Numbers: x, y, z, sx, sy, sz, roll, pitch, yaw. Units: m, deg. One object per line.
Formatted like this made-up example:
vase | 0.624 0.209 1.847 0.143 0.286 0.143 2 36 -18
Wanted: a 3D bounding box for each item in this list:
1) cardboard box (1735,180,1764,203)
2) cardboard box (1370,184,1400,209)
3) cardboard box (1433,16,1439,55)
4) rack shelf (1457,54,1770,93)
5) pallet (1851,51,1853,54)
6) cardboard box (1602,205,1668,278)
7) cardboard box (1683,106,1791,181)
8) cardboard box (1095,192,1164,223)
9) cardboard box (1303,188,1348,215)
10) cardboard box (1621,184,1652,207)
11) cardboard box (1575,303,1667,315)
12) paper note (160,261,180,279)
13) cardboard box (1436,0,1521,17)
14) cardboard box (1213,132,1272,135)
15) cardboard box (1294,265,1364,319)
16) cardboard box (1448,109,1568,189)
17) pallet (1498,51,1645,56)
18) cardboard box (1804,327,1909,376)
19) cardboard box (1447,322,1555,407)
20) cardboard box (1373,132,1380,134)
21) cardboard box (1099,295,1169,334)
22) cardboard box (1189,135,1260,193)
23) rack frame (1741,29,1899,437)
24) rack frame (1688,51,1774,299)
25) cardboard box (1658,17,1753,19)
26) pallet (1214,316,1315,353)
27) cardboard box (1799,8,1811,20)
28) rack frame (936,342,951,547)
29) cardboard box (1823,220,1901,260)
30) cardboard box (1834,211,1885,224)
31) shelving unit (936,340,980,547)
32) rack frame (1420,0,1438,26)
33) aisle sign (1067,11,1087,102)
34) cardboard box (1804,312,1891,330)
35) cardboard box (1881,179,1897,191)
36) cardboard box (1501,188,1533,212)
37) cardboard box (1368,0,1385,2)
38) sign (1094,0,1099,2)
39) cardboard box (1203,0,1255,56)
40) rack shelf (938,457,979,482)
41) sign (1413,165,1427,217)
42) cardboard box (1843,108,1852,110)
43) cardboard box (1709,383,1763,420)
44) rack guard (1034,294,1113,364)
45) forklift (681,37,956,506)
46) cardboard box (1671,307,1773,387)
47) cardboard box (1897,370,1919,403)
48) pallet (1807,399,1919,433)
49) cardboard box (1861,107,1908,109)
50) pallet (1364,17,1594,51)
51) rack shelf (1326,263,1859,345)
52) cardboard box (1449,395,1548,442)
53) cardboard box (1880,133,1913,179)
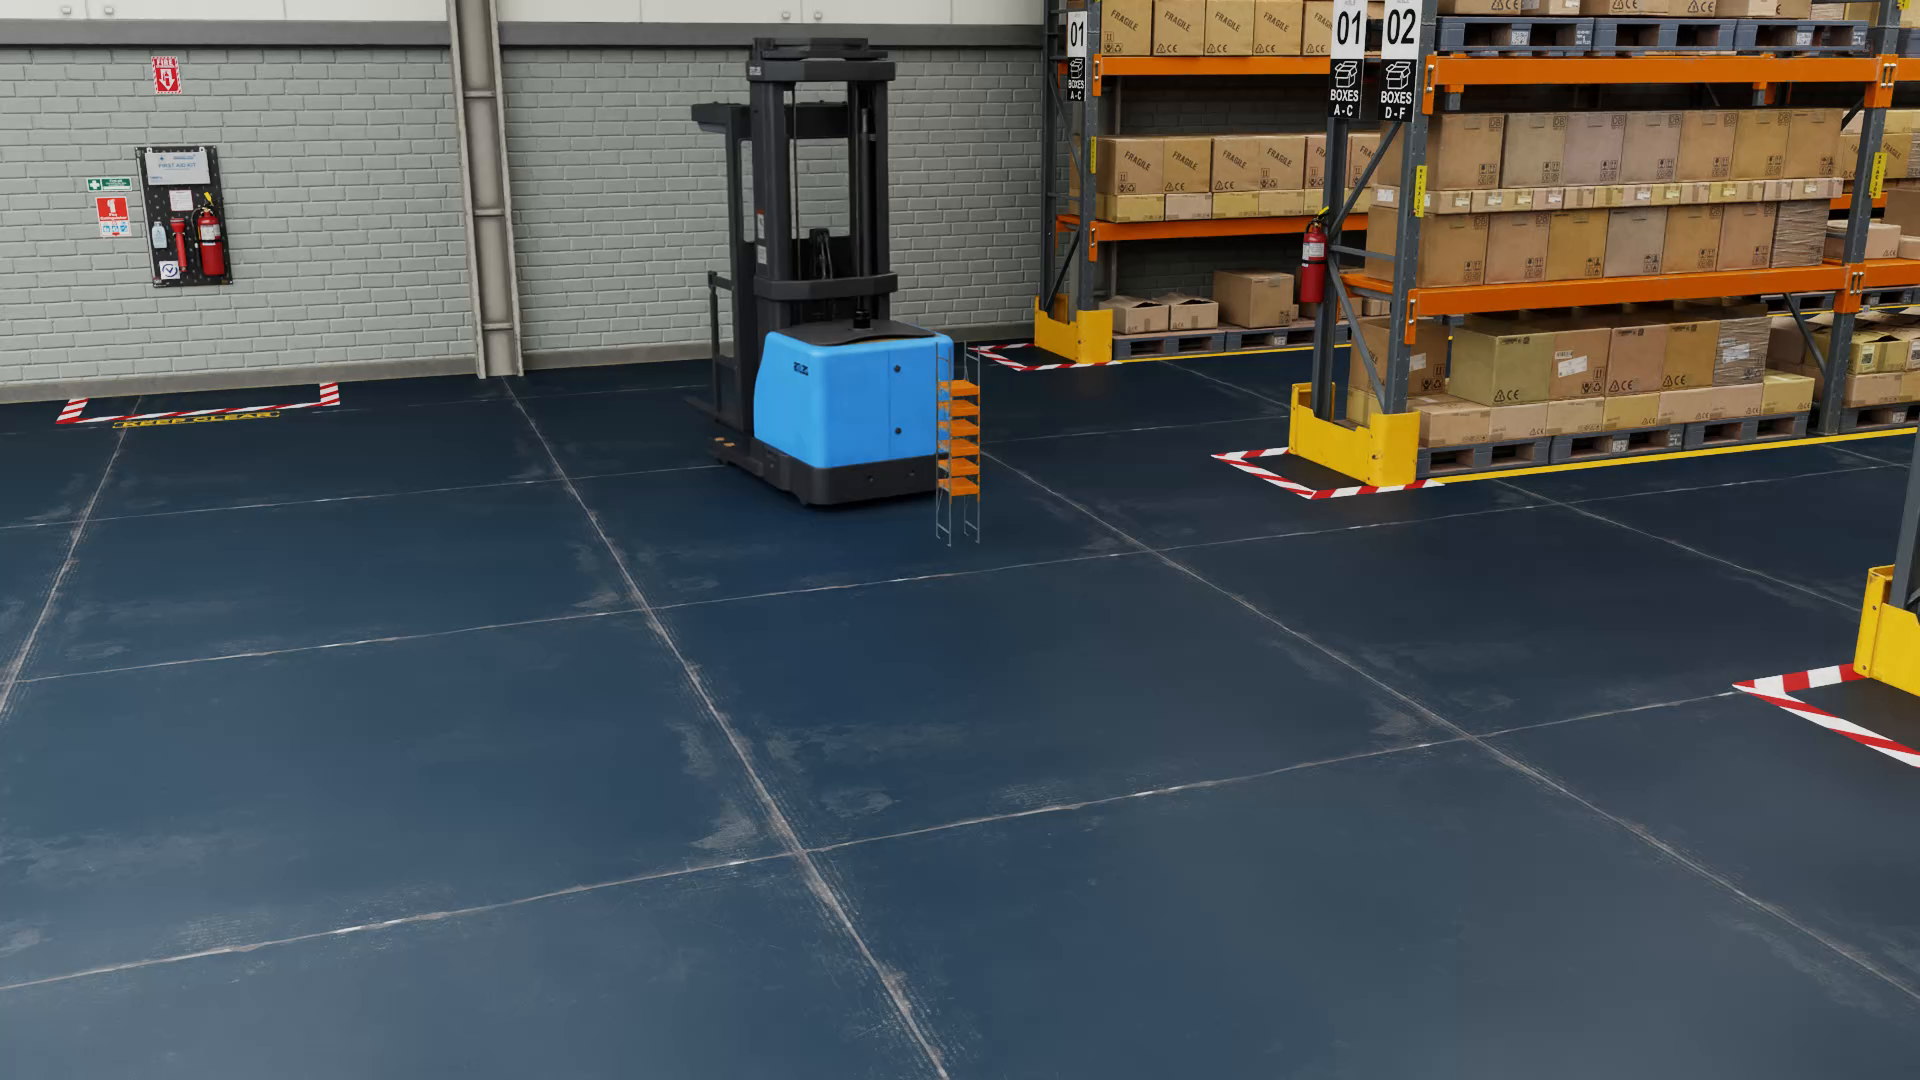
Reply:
cardboard box | 5.645 -2.568 12.191 0.250 0.149 0.380 -6 17 -20
cardboard box | 3.096 -2.415 11.671 0.250 0.149 0.380 -6 18 -21
cardboard box | 4.381 -5.054 16.449 0.500 0.500 0.500 -6 17 -19
rack shelf | 6.634 -4.969 17.650 4.000 0.370 1.077 -6 17 -20
pallet | 10.127 -5.618 18.917 1.213 0.211 1.003 -5 17 -18
cardboard box | 4.692 -2.216 12.143 0.500 0.500 0.700 -6 17 -18
cardboard box | 5.659 -2.944 12.318 0.500 0.500 0.700 -6 17 -20
cardboard box | 1.600 -3.174 15.813 0.500 0.250 0.500 -7 18 -22
cardboard box | 3.500 -3.381 16.519 0.500 0.250 0.500 -6 17 -20
cardboard box | 4.686 -2.464 11.838 0.250 0.149 0.380 -6 17 -20
cardboard box | 5.063 -1.548 12.848 0.500 0.500 0.500 -6 17 -20
paper note | -6.739 -2.302 14.178 0.142 0.148 0.016 -6 17 -20
cardboard box | 3.345 -3.782 11.152 0.637 0.503 0.797 -5 17 -16
cardboard box | 2.820 -3.824 16.695 0.500 0.500 0.500 -6 17 -19
cardboard box | 3.811 -2.570 17.183 0.500 0.500 0.500 -8 18 -24
cardboard box | 3.786 -2.741 11.630 0.500 0.500 0.700 -7 18 -22
pallet | 6.348 -5.162 17.364 1.003 0.211 1.213 -6 17 -20
cardboard box | 7.017 -1.498 13.016 0.500 0.311 0.500 -6 17 -20
cardboard box | 3.853 -1.256 11.855 0.500 0.500 0.500 -6 17 -20
cardboard box | 4.435 -3.842 16.758 0.500 0.500 0.500 -6 17 -20
cardboard box | 1.709 -2.238 16.385 0.500 0.311 0.500 -8 18 -26
cardboard box | 2.534 -3.635 16.051 0.500 0.500 0.500 -7 18 -22
rack frame | 6.542 -2.371 12.848 0.127 3.000 1.000 -6 17 -20
rack frame | 8.501 -4.077 18.658 0.127 3.000 1.000 -6 17 -20
cardboard box | 5.473 -4.000 12.237 0.500 0.311 0.500 -7 18 -23
pallet | 3.010 -2.135 16.993 1.213 0.211 1.003 -6 17 -20
cardboard box | 8.925 -5.838 18.374 0.500 0.500 0.700 -8 18 -24
rack frame | -0.099 -0.565 9.893 0.006 1.200 0.240 -6 17 -20
cardboard box | 6.986 -2.360 13.077 0.500 0.250 0.500 -5 17 -17
cardboard box | 10.847 -3.460 19.628 0.750 0.750 0.750 -6 17 -18
shelving unit | -0.014 -0.574 9.924 0.189 1.200 0.258 -6 17 -20
rack frame | 2.807 -4.846 10.629 0.127 3.000 1.000 -6 17 -20
aisle sign | 1.071 -4.432 15.252 0.004 0.787 0.394 -6 17 -20
cardboard box | 7.301 -1.692 13.677 0.500 0.311 0.500 -6 17 -19
cardboard box | 10.568 -4.120 19.216 0.250 0.149 0.380 -6 17 -18
cardboard box | 3.729 -2.362 11.488 0.250 0.149 0.380 -6 17 -20
cardboard box | 3.884 -5.470 16.091 0.500 0.500 0.500 -5 17 -17
sign | 1.225 -4.986 14.880 0.005 0.325 0.100 -6 17 -20
cardboard box | 2.430 -4.833 15.697 0.500 0.500 0.500 -5 17 -18
rack shelf | -0.014 -0.416 9.971 0.180 0.103 0.258 -6 17 -20
sign | 3.000 -2.274 10.842 0.005 0.325 0.100 -6 17 -20
cardboard box | 10.272 -4.905 19.405 0.500 0.250 0.500 -7 18 -21
cardboard box | 5.717 -1.101 12.658 0.500 0.250 0.500 -6 17 -20
rack guard | 1.102 -2.079 16.290 0.348 0.500 1.175 -6 17 -20
forklift | -1.181 -1.994 11.687 1.130 2.935 3.031 -9 19 -28
cardboard box | 5.716 -1.461 12.554 0.500 0.500 0.500 -6 17 -20
cardboard box | 7.485 -1.280 13.267 0.500 0.250 0.500 -6 17 -19
pallet | 7.216 -1.117 13.529 1.213 0.211 1.003 -6 17 -20
cardboard box | 10.761 -4.956 19.580 0.500 0.250 0.500 -7 18 -22
pallet | 3.476 -3.429 11.284 1.213 0.211 1.003 -6 17 -20
rack shelf | 4.674 -1.824 12.262 4.000 0.370 1.077 -6 17 -20
cardboard box | 3.853 -0.897 11.962 0.500 0.250 0.500 -6 17 -20
cardboard box | 10.486 -4.414 19.063 0.500 0.500 0.500 -6 17 -19
